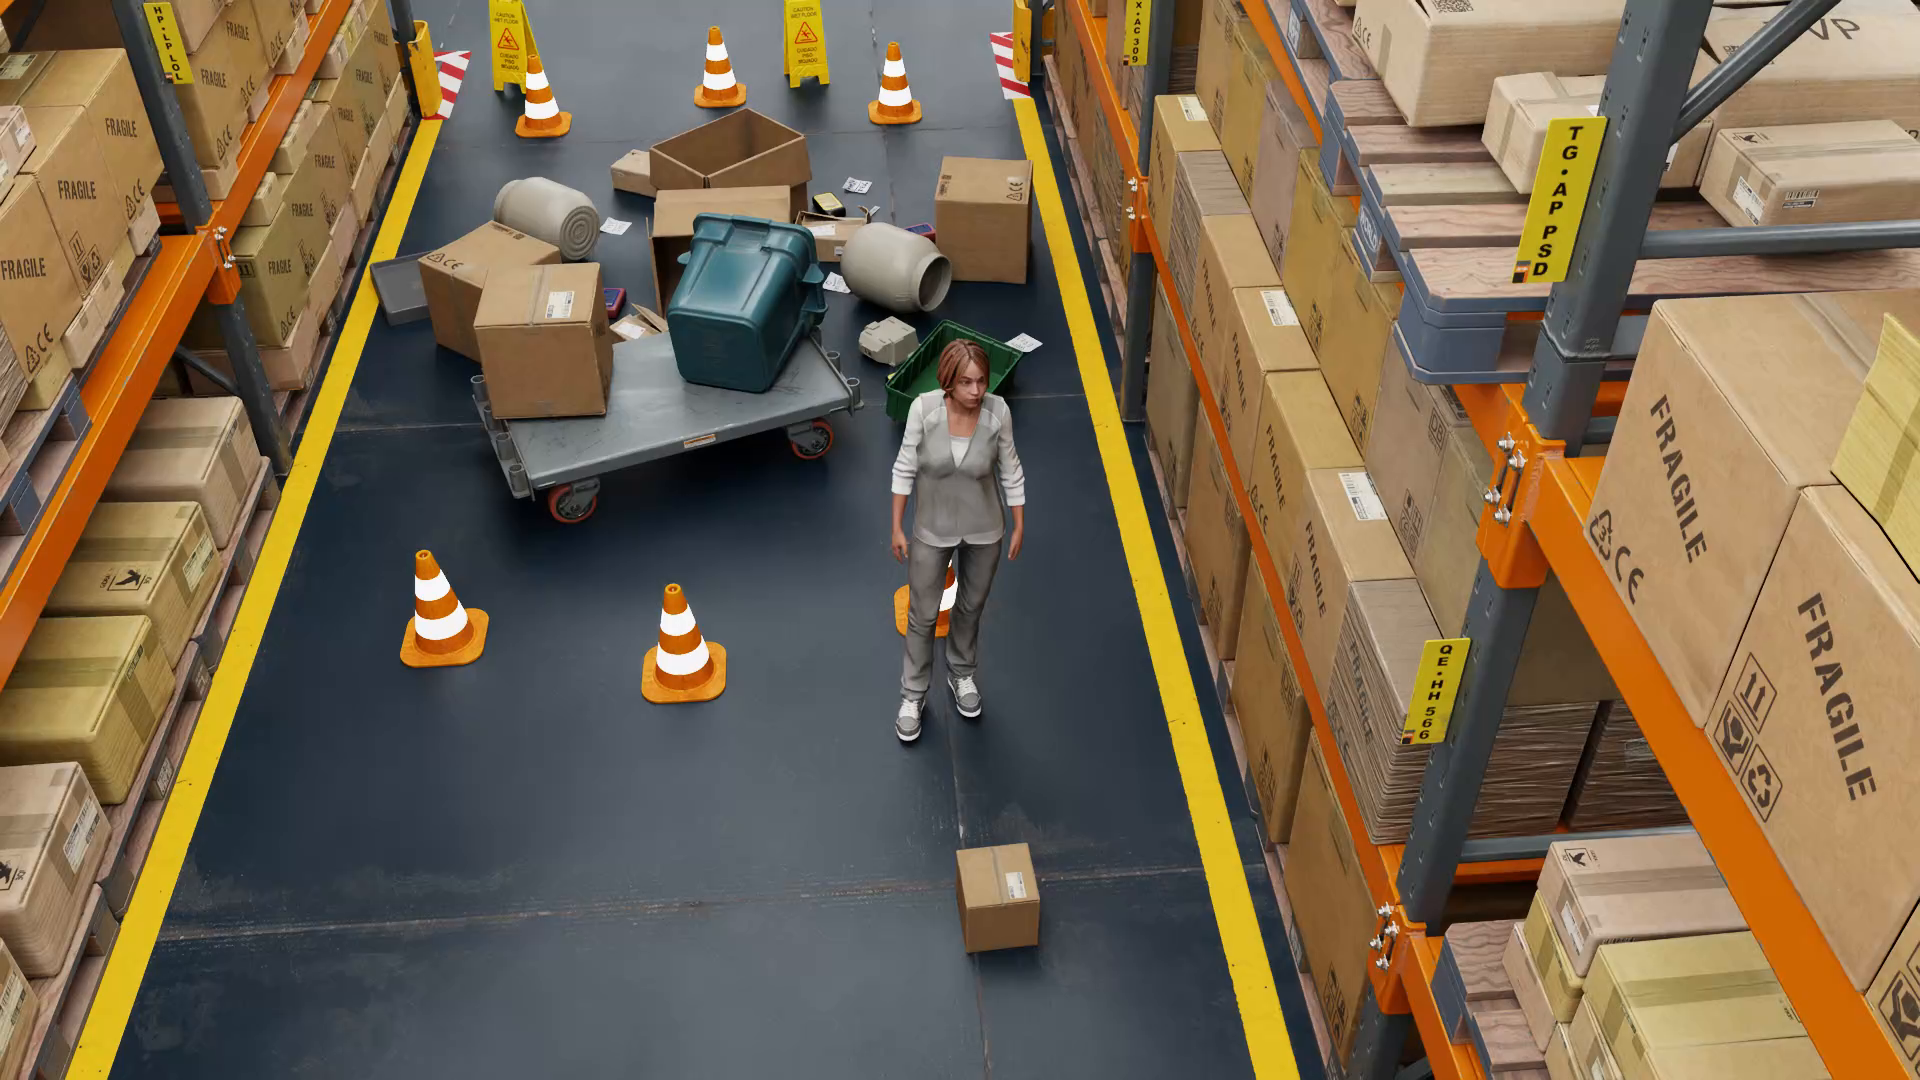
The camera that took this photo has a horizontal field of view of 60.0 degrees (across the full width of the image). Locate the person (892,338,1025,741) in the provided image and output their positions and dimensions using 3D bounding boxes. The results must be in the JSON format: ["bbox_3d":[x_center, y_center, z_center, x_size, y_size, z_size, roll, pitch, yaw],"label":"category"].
[{"bbox_3d":[-0.010,0.015,6.130,0.520,1.599,0.473,-4,40,-5],"label":"person"}]
